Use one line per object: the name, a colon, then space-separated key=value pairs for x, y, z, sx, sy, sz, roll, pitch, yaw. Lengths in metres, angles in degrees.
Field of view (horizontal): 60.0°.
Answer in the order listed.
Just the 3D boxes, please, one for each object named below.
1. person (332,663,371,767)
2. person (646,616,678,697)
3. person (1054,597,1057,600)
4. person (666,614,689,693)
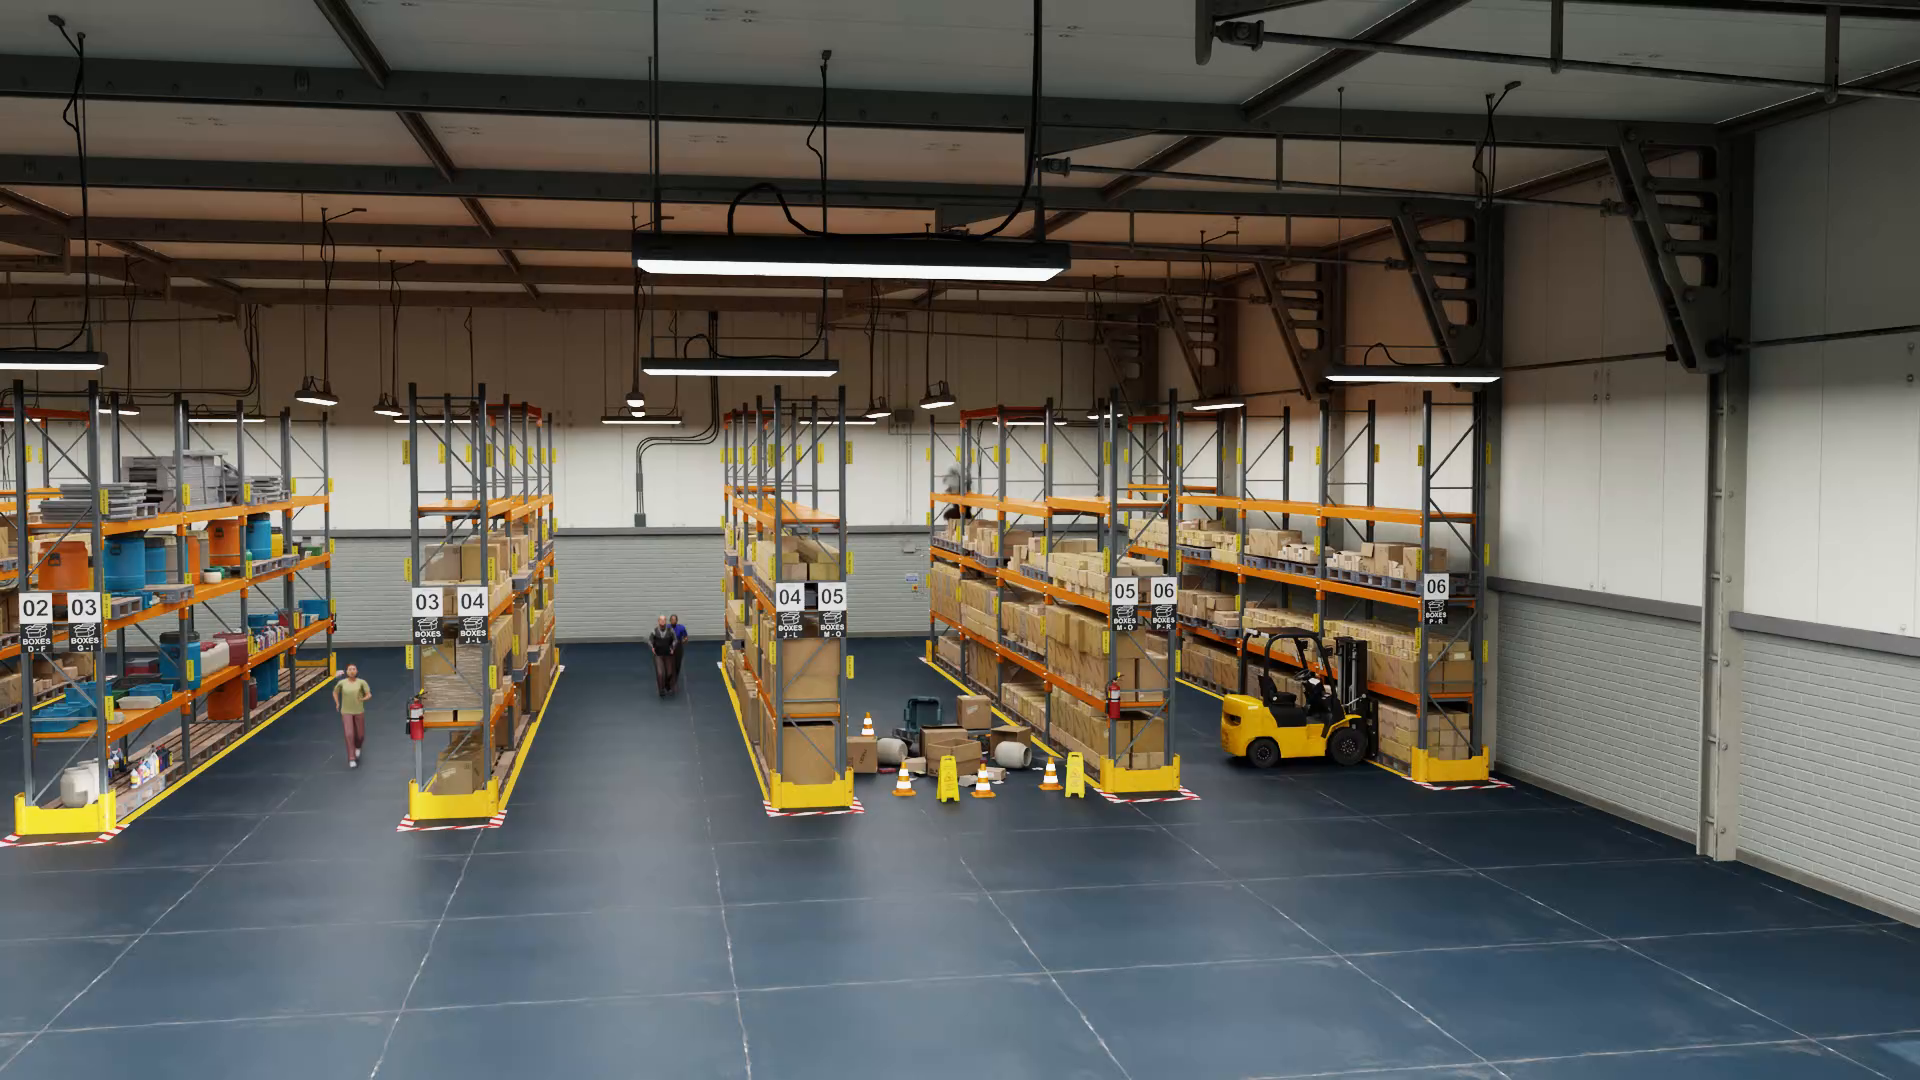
person: x=-9.831 y=2.806 z=26.907 sx=0.588 sy=1.643 sz=0.895 roll=-1 pitch=3 yaw=-23
person: x=-6.188 y=2.411 z=34.607 sx=0.657 sy=1.672 sz=0.609 roll=-1 pitch=3 yaw=-14
person: x=2.108 y=2.199 z=37.582 sx=0.651 sy=1.808 sz=0.849 roll=-1 pitch=3 yaw=-11
person: x=-6.103 y=2.396 z=35.587 sx=0.581 sy=1.655 sz=1.063 roll=-1 pitch=3 yaw=-12
